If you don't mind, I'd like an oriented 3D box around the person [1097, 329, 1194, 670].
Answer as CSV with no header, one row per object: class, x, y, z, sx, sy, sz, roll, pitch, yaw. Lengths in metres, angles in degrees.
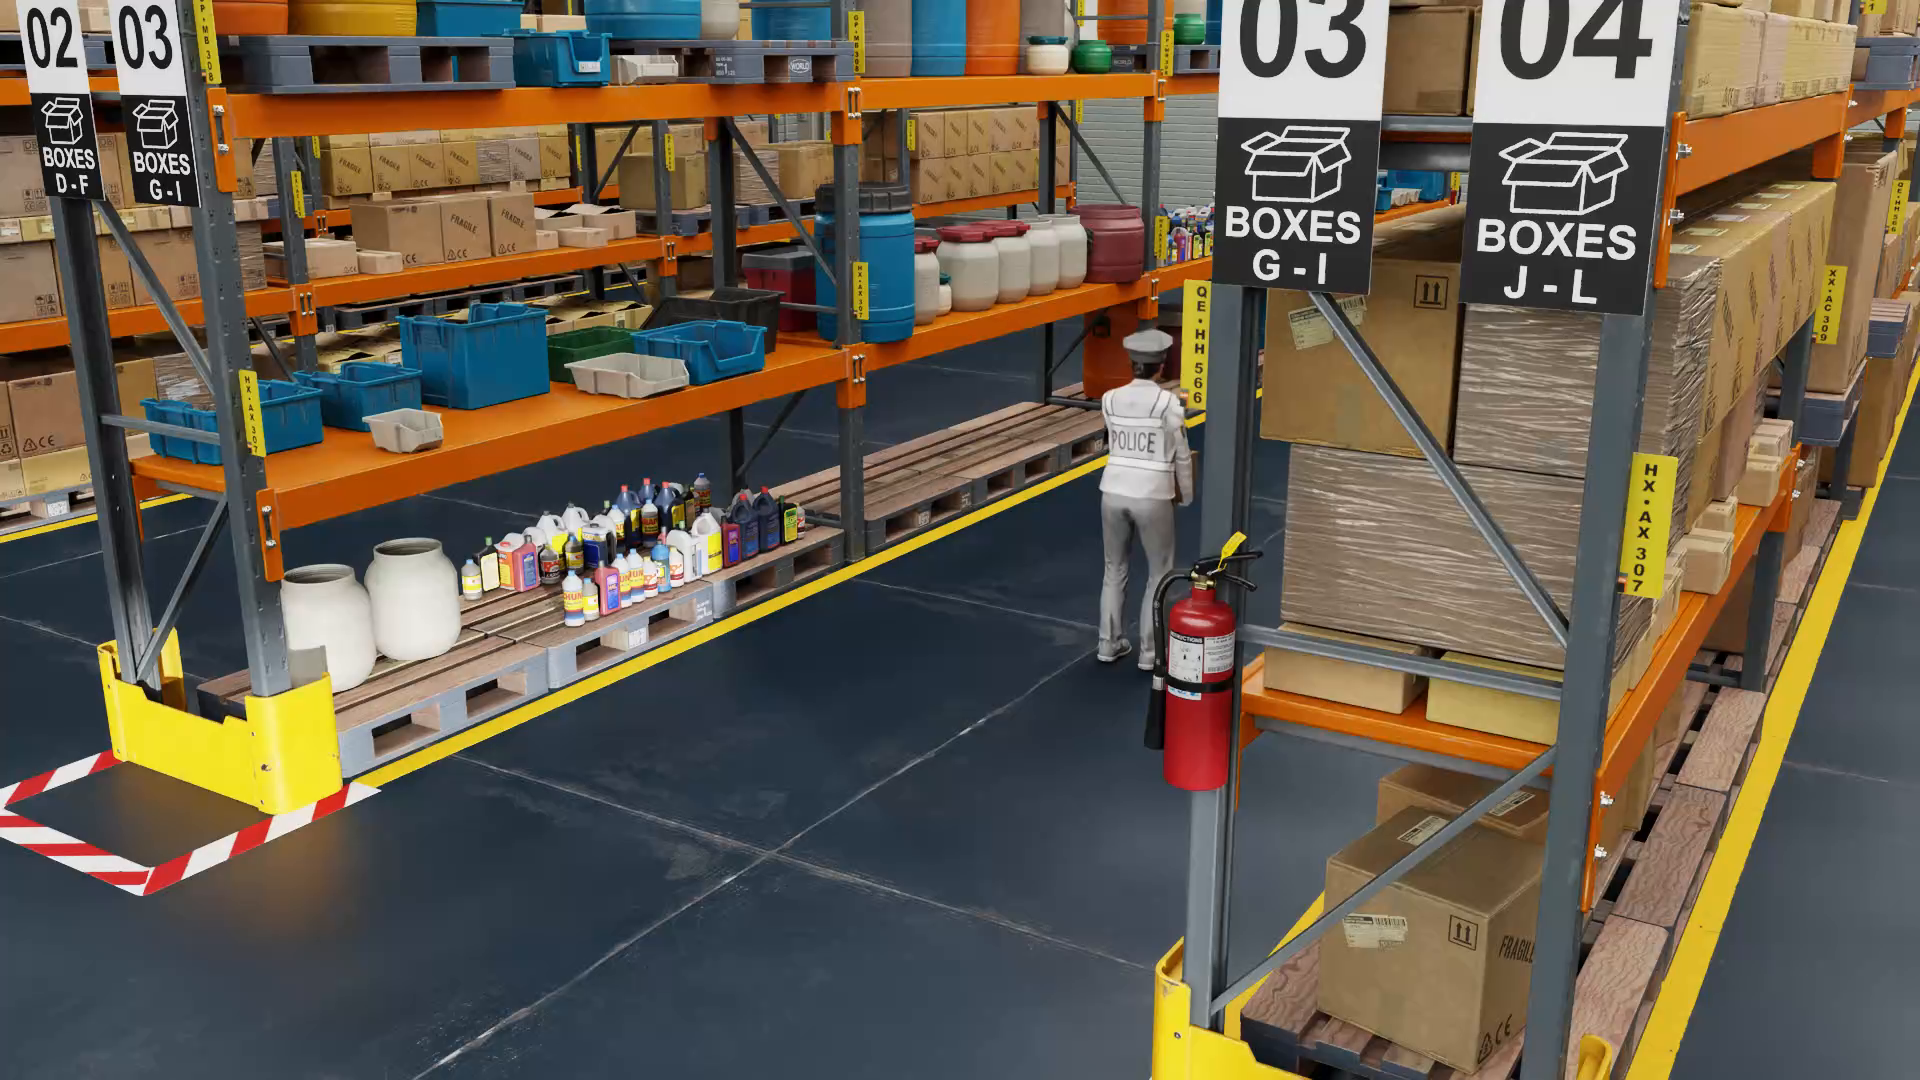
person,0.913,-0.204,8.248,0.416,1.664,0.542,9,19,29
